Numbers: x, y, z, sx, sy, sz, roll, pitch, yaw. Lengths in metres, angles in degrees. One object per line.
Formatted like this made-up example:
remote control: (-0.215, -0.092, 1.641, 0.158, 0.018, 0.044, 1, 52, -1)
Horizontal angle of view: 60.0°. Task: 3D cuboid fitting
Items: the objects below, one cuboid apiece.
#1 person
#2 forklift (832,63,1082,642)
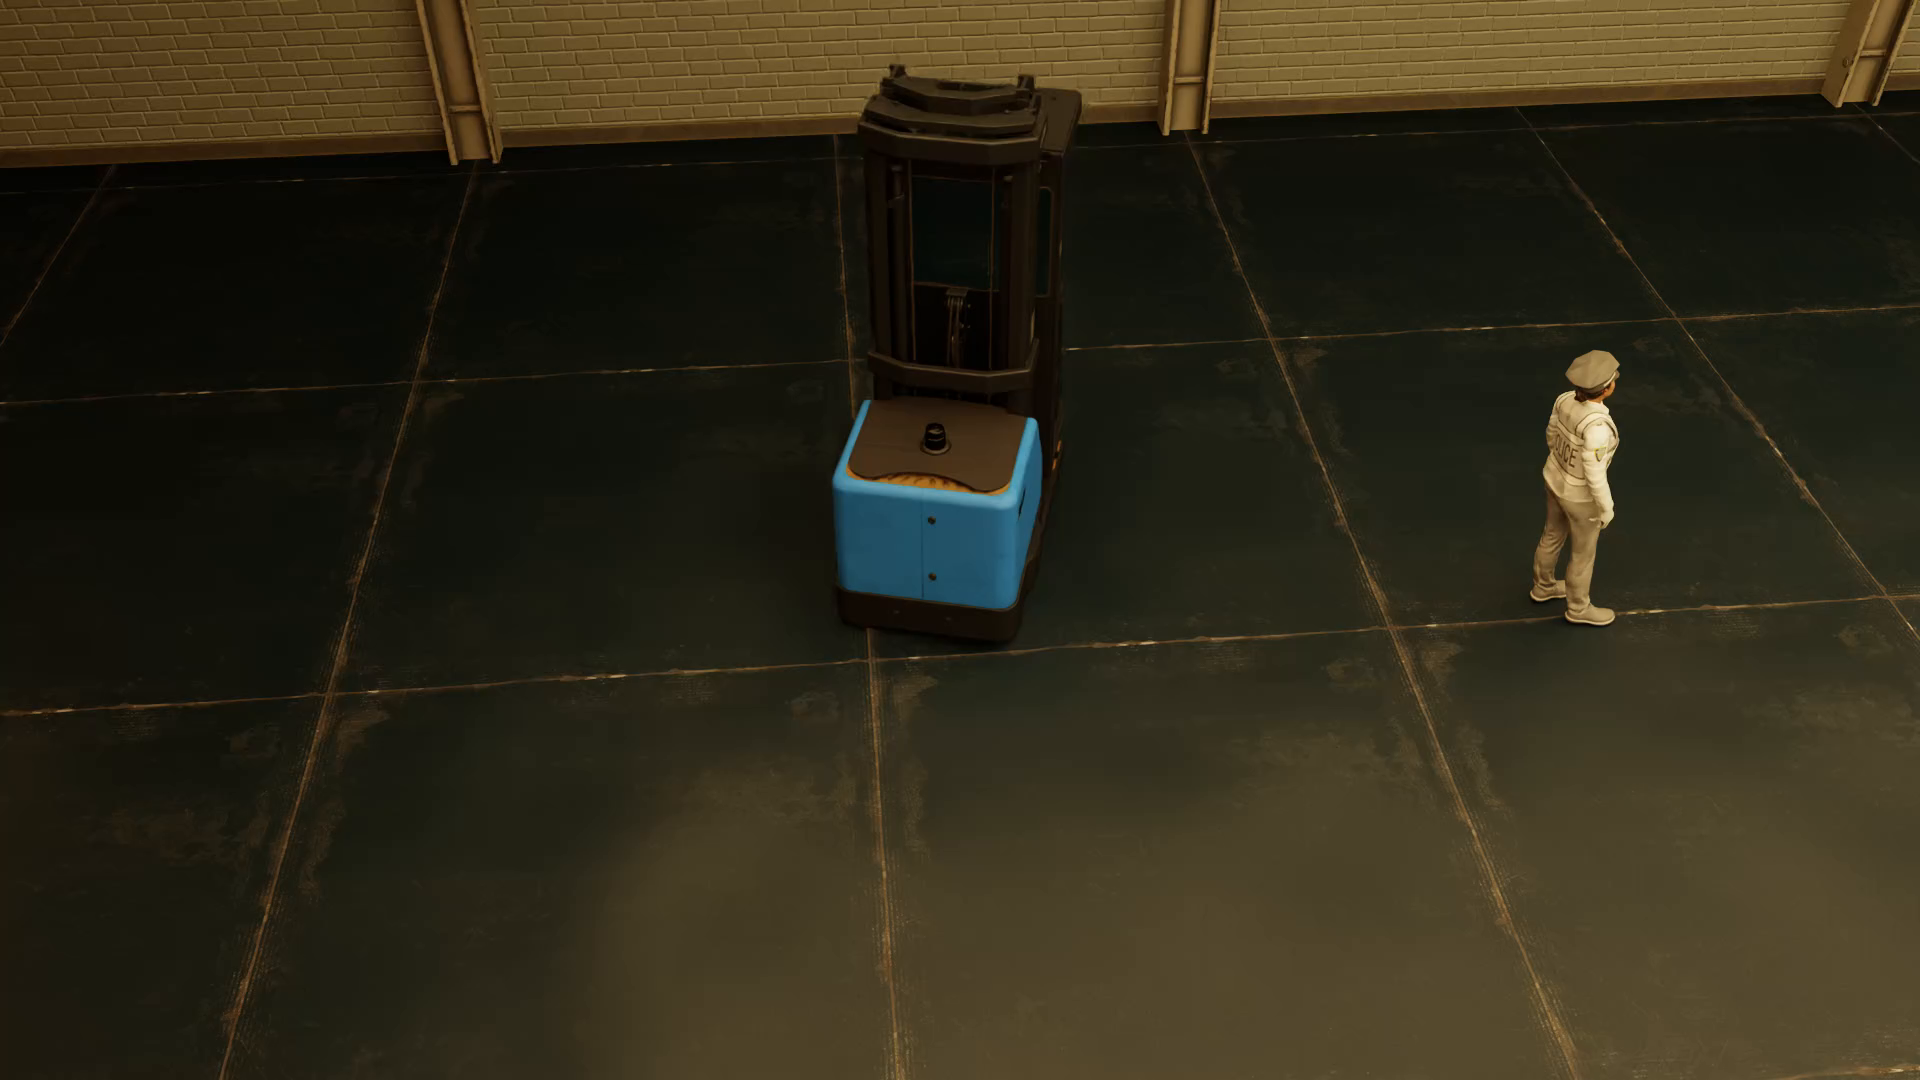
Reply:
person: (3.480, -0.306, 9.236, 0.531, 1.694, 0.587, -8, 41, -10)
forklift: (0.069, -1.501, 9.693, 1.130, 2.935, 3.031, 7, 41, 8)
